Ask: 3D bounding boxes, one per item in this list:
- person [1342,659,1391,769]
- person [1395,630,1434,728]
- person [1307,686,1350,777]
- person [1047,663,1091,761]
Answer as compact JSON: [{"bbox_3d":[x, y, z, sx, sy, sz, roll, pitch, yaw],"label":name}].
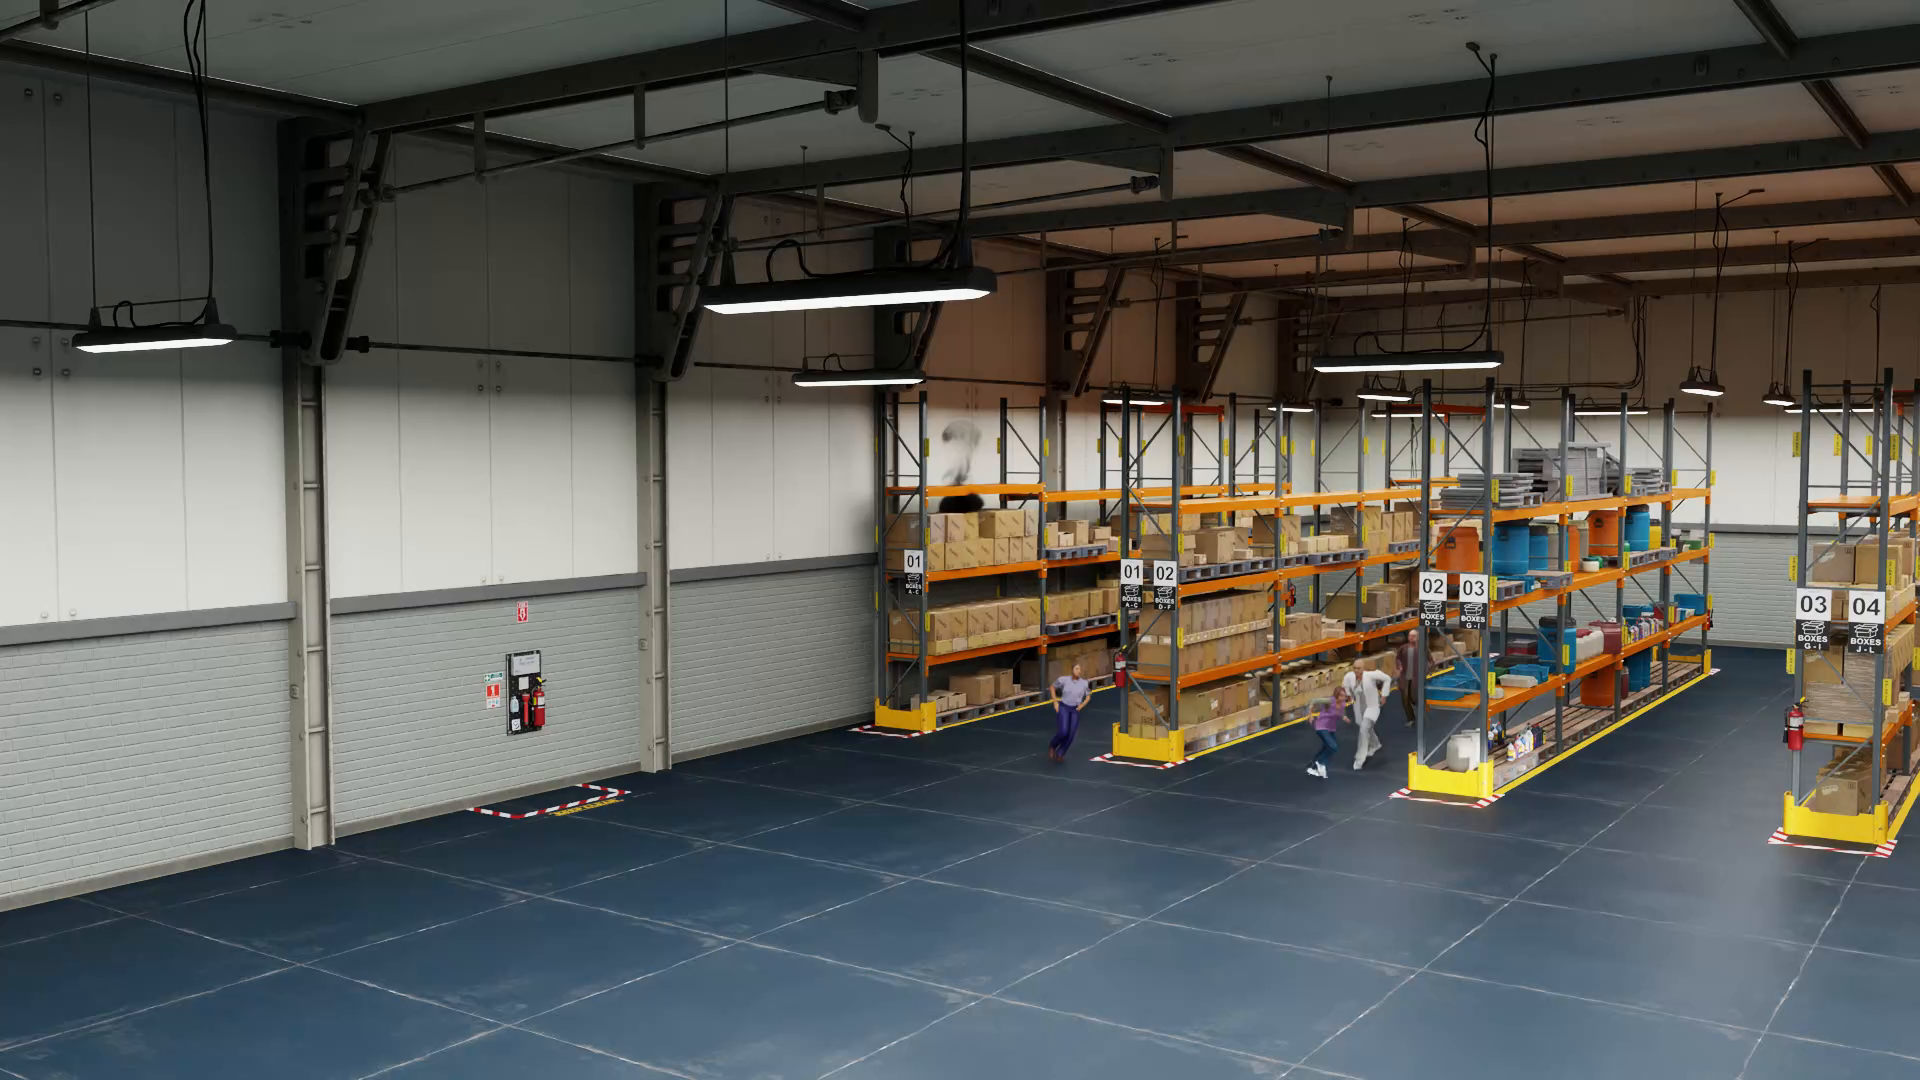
[{"bbox_3d":[6.449,2.724,26.263,0.750,1.764,1.064,2,4,35],"label":"person"},{"bbox_3d":[8.150,2.467,29.915,0.712,1.702,0.642,2,4,34],"label":"person"},{"bbox_3d":[5.504,2.884,24.996,0.569,1.435,0.864,-2,4,-29],"label":"person"},{"bbox_3d":[1.748,2.741,26.439,0.670,1.581,0.538,-1,3,-14],"label":"person"}]
